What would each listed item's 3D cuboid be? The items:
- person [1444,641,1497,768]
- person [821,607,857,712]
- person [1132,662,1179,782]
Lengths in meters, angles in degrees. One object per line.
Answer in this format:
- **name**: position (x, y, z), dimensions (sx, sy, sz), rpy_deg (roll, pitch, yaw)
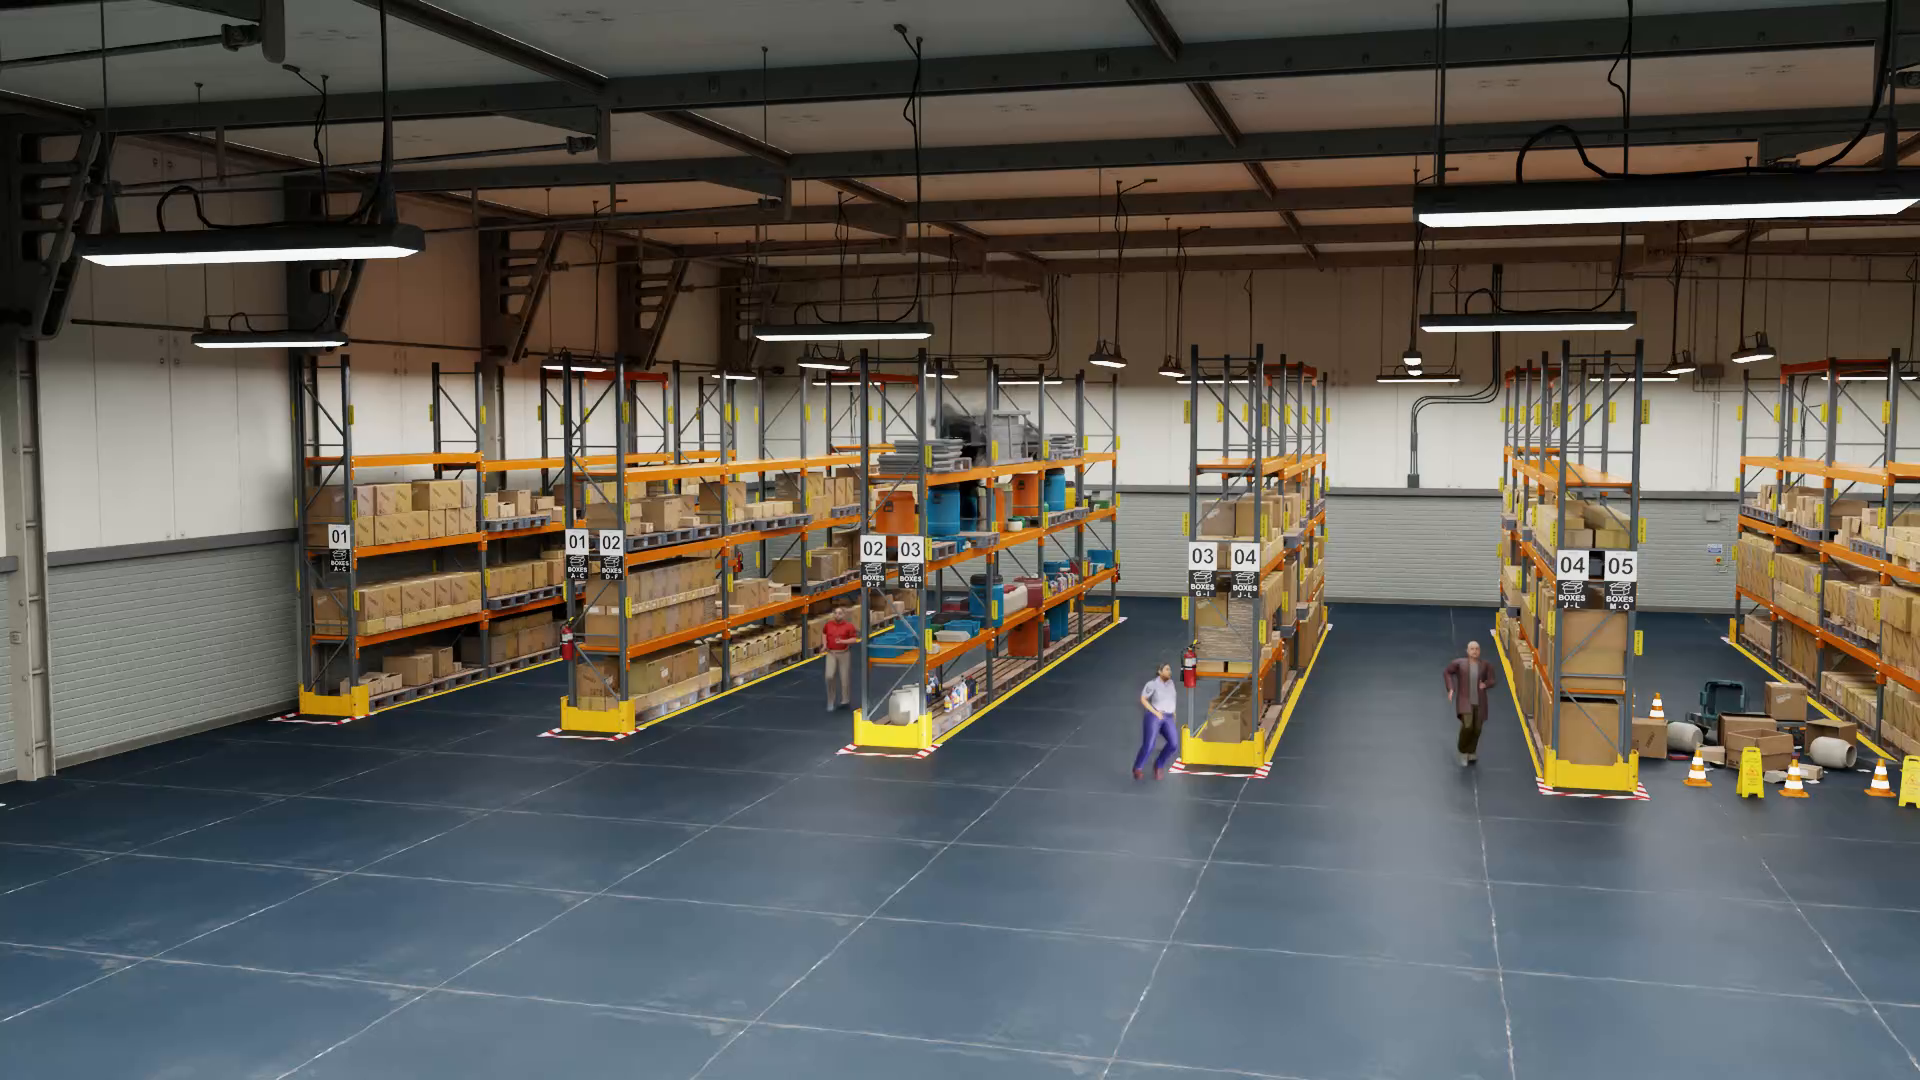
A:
- **person**: position (7.297, 2.343, 23.723), dimensions (0.673, 1.800, 0.773), rpy_deg (0, 4, 4)
- **person**: position (-2.070, 2.034, 28.287), dimensions (0.631, 1.798, 0.740), rpy_deg (0, 4, 5)
- **person**: position (2.766, 2.495, 22.885), dimensions (0.677, 1.630, 0.634), rpy_deg (-2, 5, -27)
